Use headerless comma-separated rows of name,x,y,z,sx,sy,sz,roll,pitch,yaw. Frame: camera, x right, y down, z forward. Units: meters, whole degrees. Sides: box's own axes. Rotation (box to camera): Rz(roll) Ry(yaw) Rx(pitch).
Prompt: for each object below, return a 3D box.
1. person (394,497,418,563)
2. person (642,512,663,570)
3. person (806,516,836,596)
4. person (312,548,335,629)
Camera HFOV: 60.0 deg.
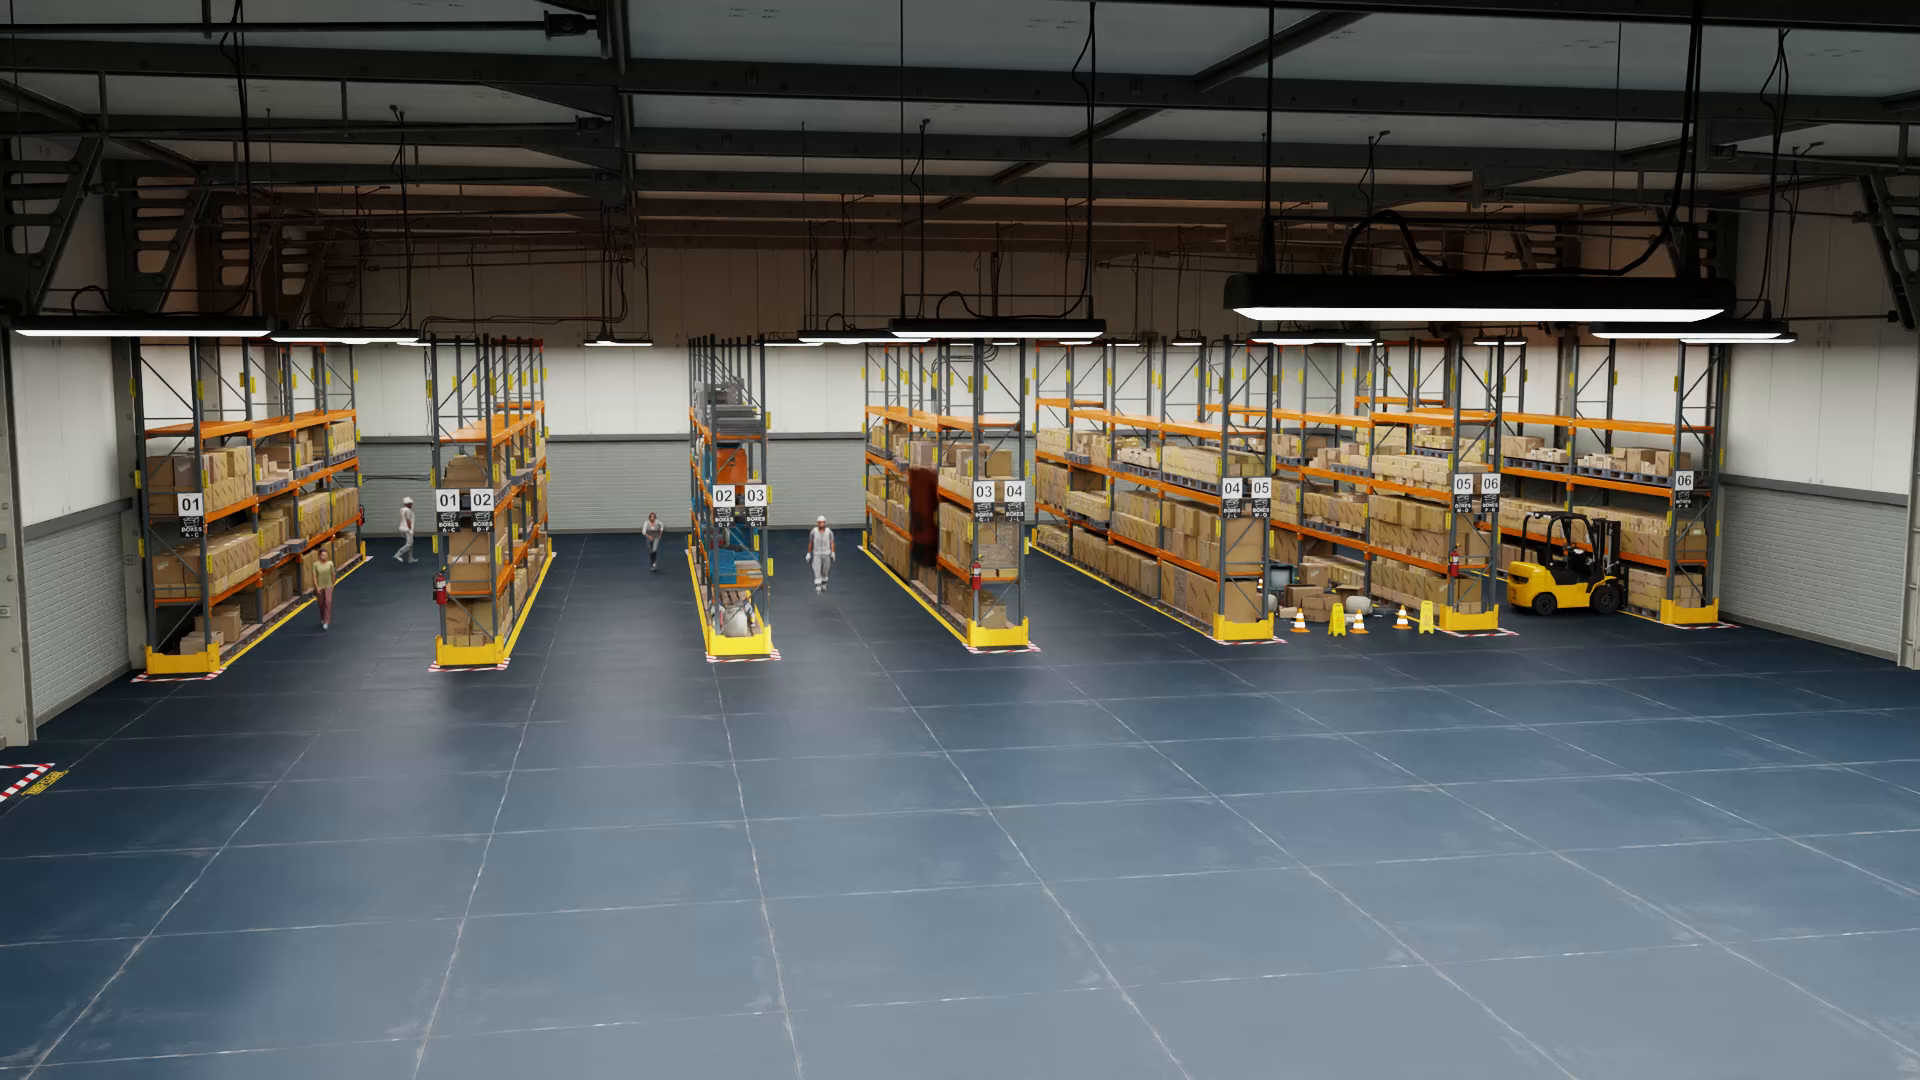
person,-14.793,-0.239,44.325,0.610,1.776,0.858,6,9,40
person,-7.960,0.031,43.147,0.509,1.479,0.784,0,7,-1
person,-3.070,0.330,36.711,0.647,1.736,0.978,-1,7,-6
person,-13.125,0.978,34.296,0.438,1.615,0.961,-2,7,-20
